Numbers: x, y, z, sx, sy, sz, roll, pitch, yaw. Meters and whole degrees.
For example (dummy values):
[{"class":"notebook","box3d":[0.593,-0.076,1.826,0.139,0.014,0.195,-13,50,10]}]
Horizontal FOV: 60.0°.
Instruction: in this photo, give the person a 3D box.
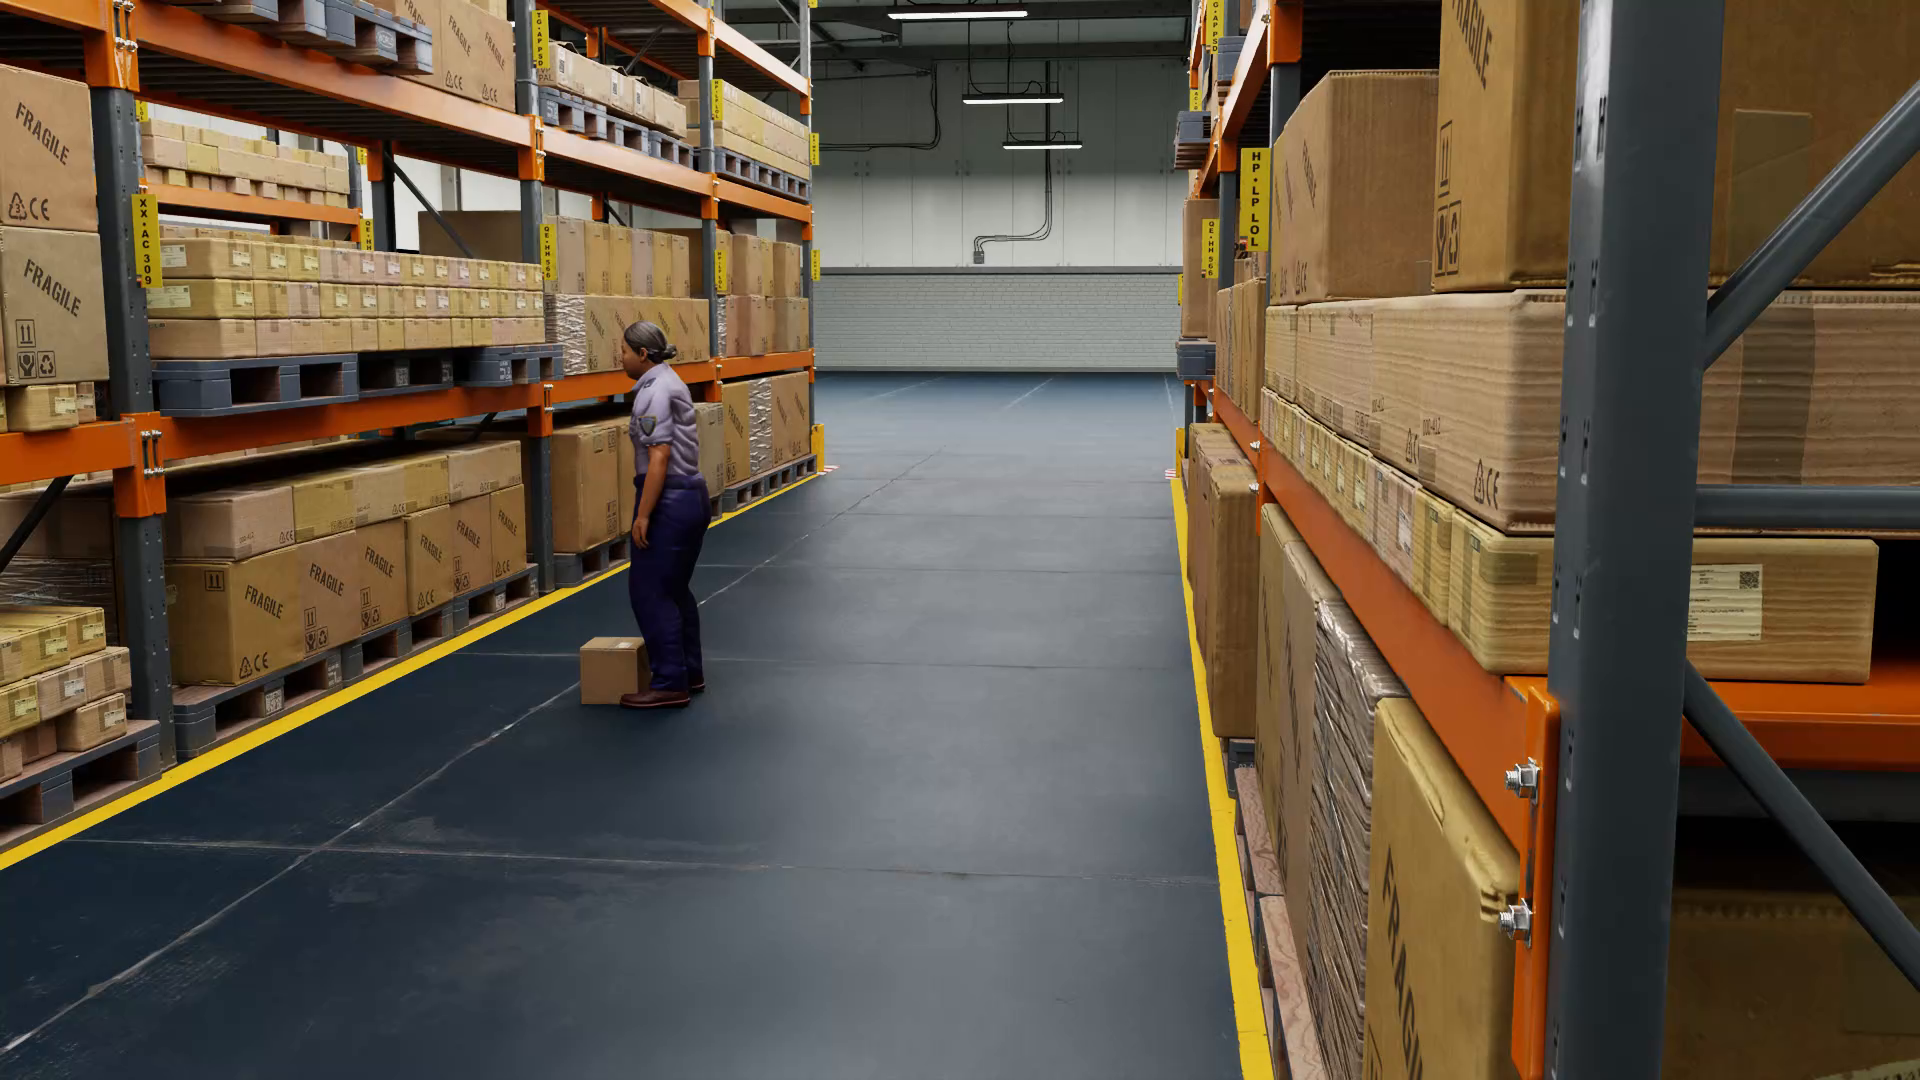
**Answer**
[{"class":"person","box3d":[-1.275,-0.118,7.198,0.366,1.652,0.560,1,8,4]}]
